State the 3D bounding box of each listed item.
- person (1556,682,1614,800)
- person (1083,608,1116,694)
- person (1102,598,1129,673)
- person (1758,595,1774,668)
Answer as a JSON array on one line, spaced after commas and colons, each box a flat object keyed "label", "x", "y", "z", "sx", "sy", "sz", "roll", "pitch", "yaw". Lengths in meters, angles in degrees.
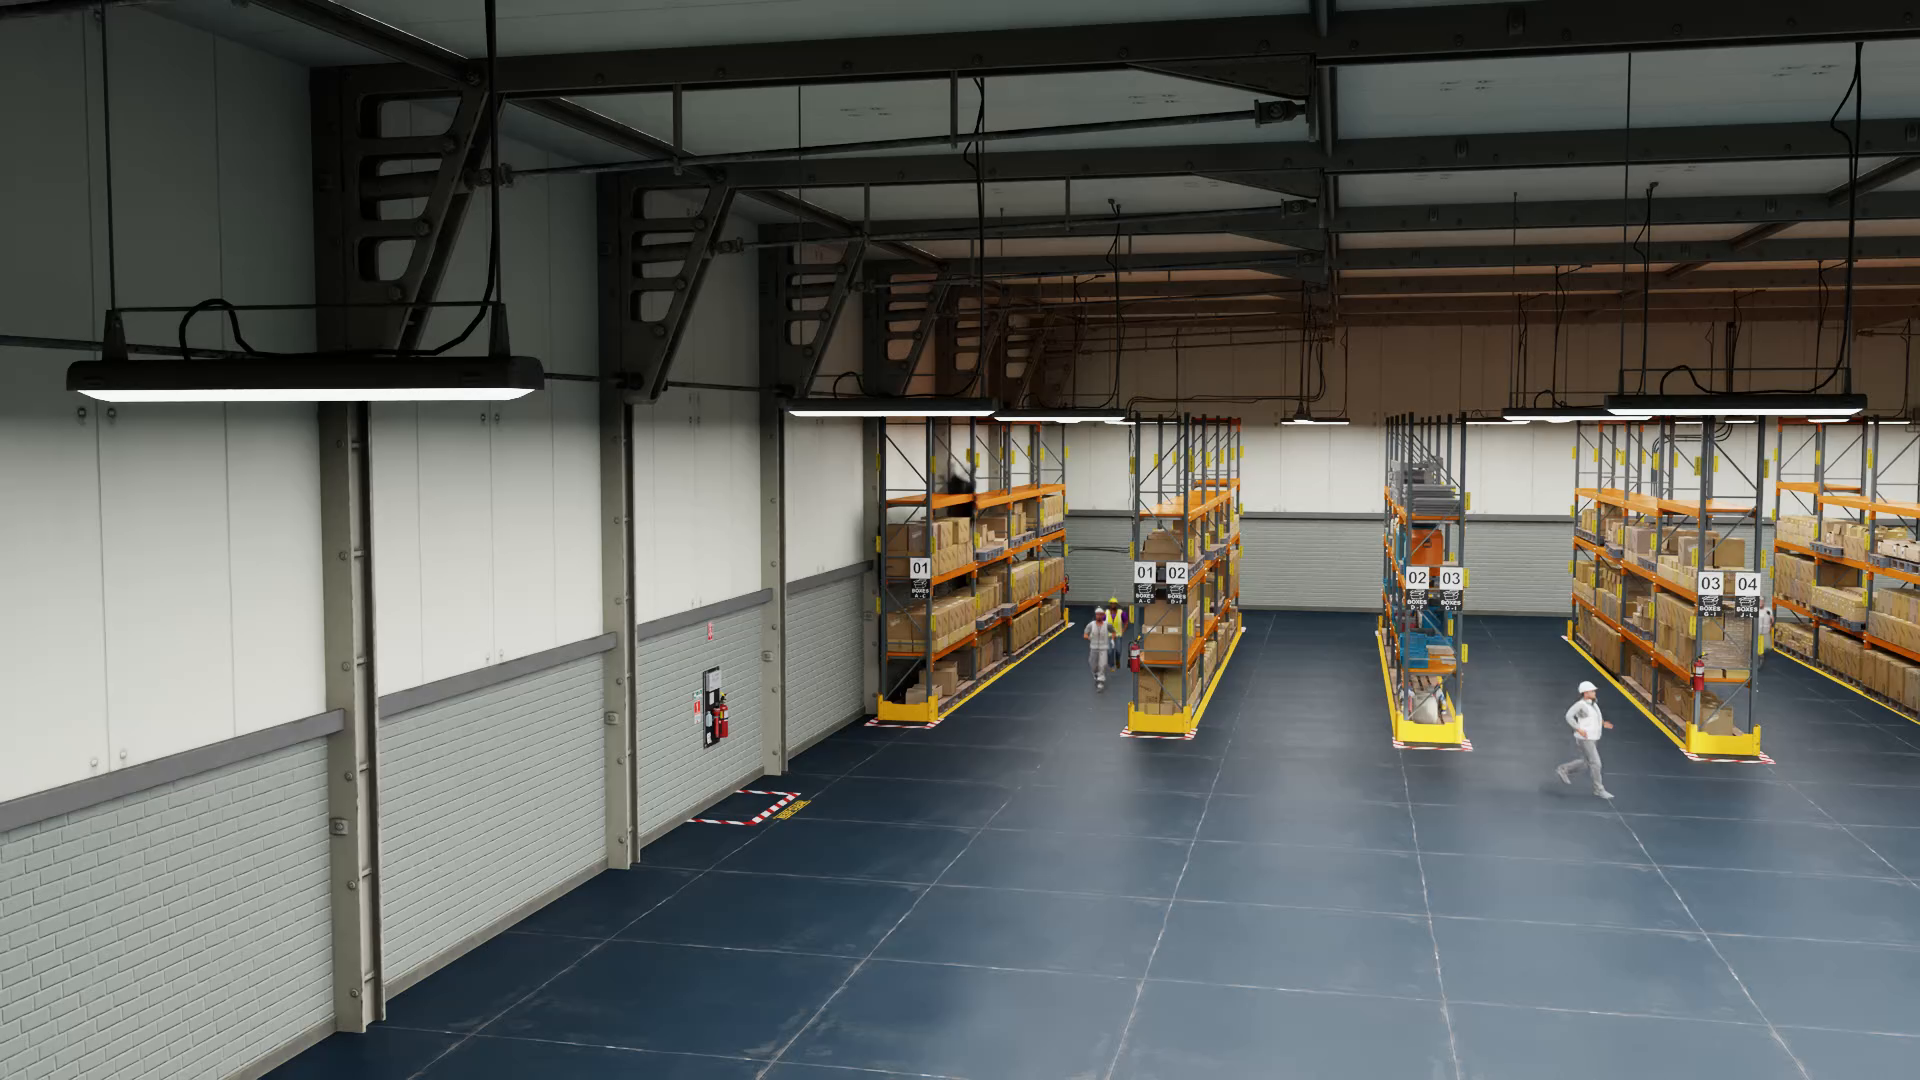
[{"label": "person", "x": 9.740, "y": 3.089, "z": 25.886, "sx": 0.940, "sy": 1.779, "sz": 0.663, "roll": 3, "pitch": 5, "yaw": 41}, {"label": "person", "x": 2.943, "y": 2.319, "z": 35.169, "sx": 0.668, "sy": 1.764, "sz": 0.998, "roll": 1, "pitch": 4, "yaw": 13}, {"label": "person", "x": 3.513, "y": 2.183, "z": 38.110, "sx": 0.696, "sy": 1.719, "sz": 0.604, "roll": 0, "pitch": 4, "yaw": 6}, {"label": "person", "x": 19.010, "y": 2.178, "z": 39.425, "sx": 0.651, "sy": 1.737, "sz": 0.599, "roll": 1, "pitch": 4, "yaw": 12}]
